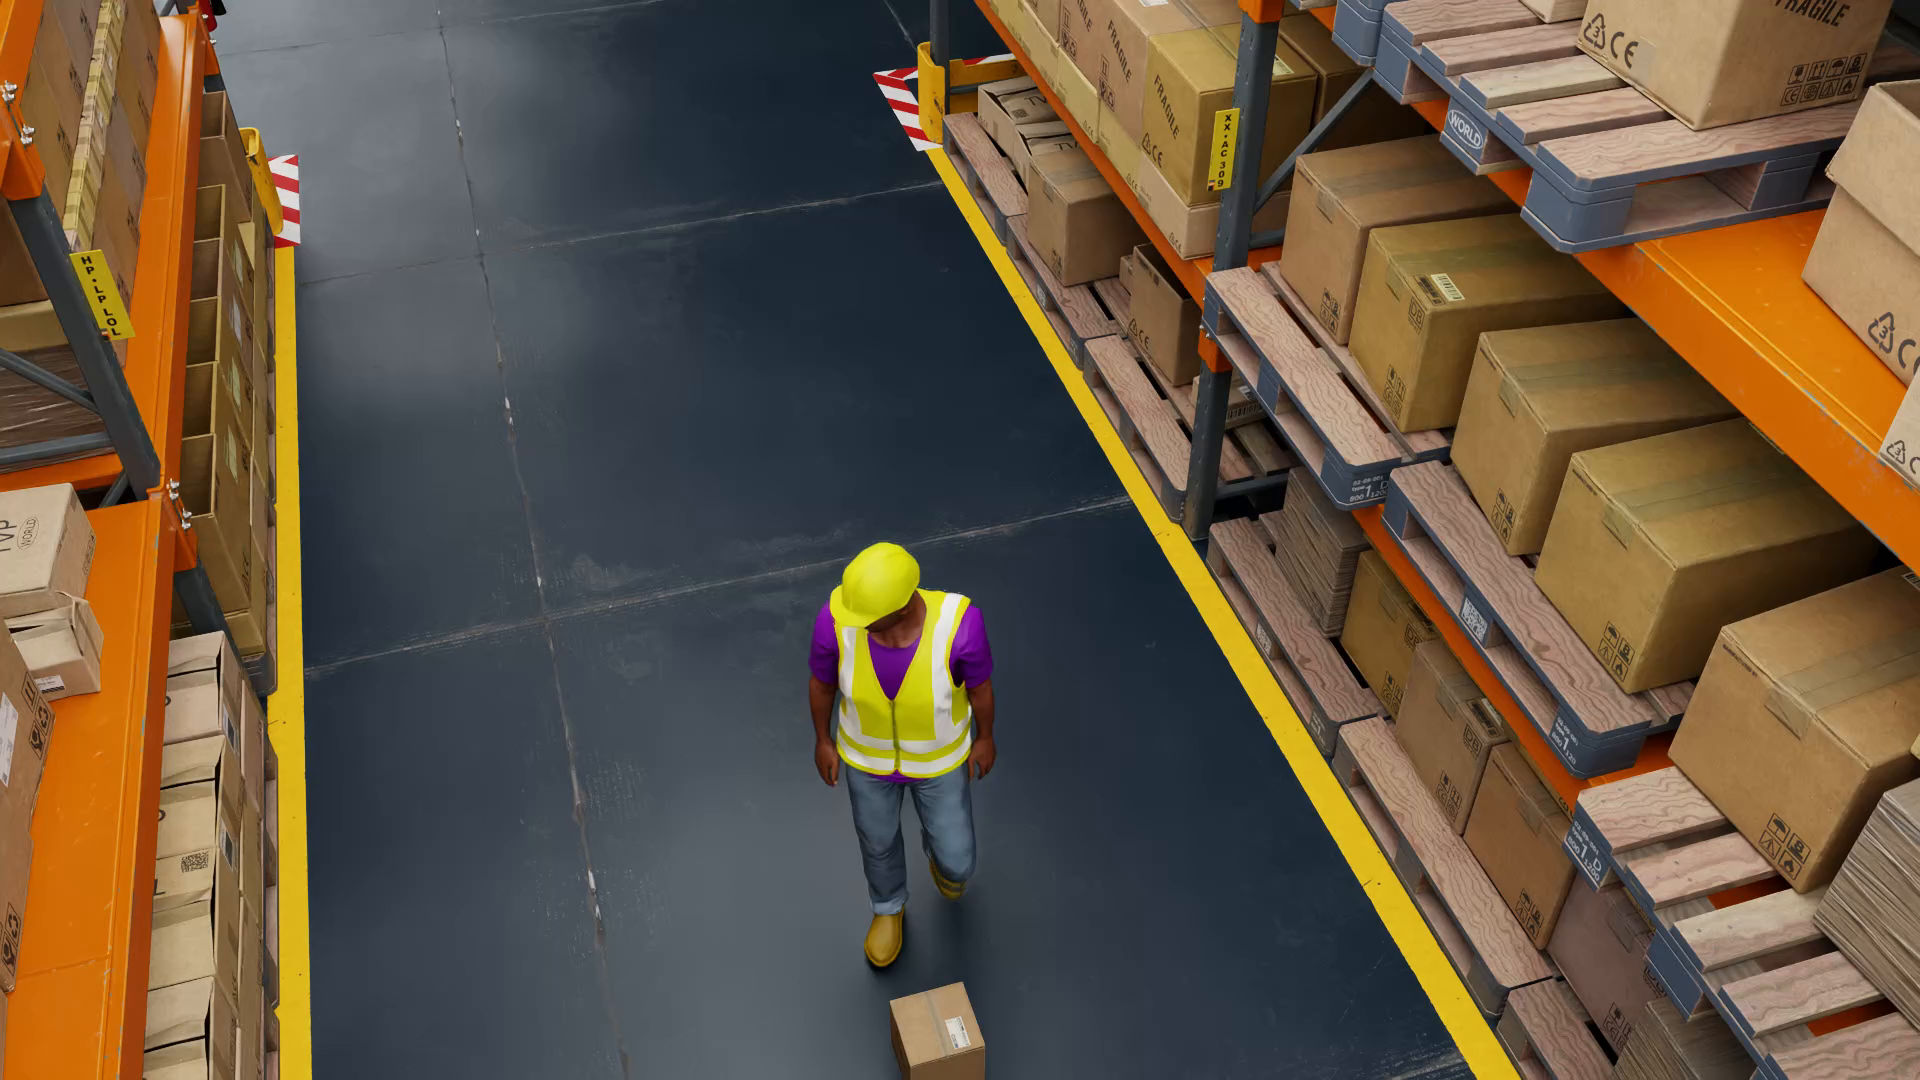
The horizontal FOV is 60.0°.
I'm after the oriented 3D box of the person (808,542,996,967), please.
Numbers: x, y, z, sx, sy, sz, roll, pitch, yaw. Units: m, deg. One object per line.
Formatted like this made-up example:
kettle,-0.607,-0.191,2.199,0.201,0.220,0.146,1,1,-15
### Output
person,-0.189,0.681,5.354,0.602,1.761,0.494,4,42,4
